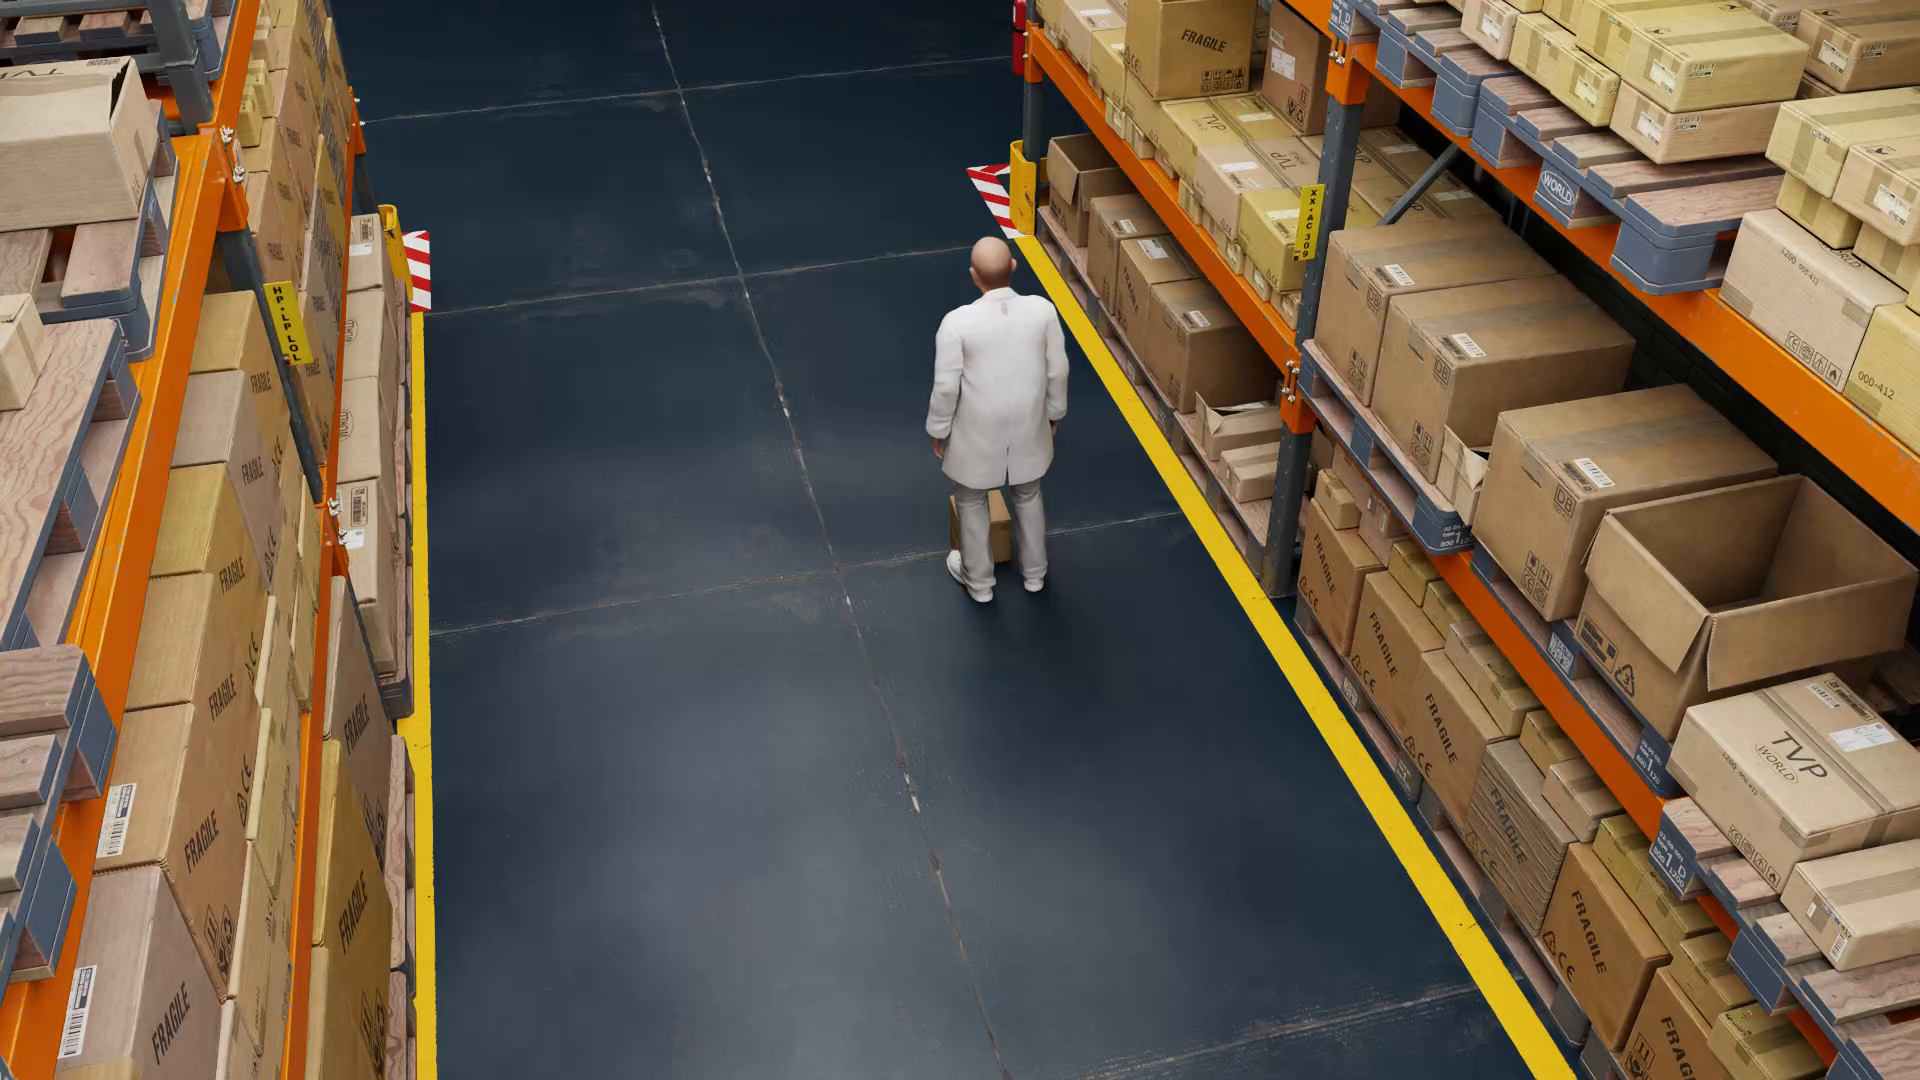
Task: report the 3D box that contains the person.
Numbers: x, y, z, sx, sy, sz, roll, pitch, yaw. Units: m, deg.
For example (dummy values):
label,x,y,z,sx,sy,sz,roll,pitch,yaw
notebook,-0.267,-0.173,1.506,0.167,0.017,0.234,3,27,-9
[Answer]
label,x,y,z,sx,sy,sz,roll,pitch,yaw
person,0.166,-0.514,7.393,0.646,1.774,0.418,-10,39,-12
